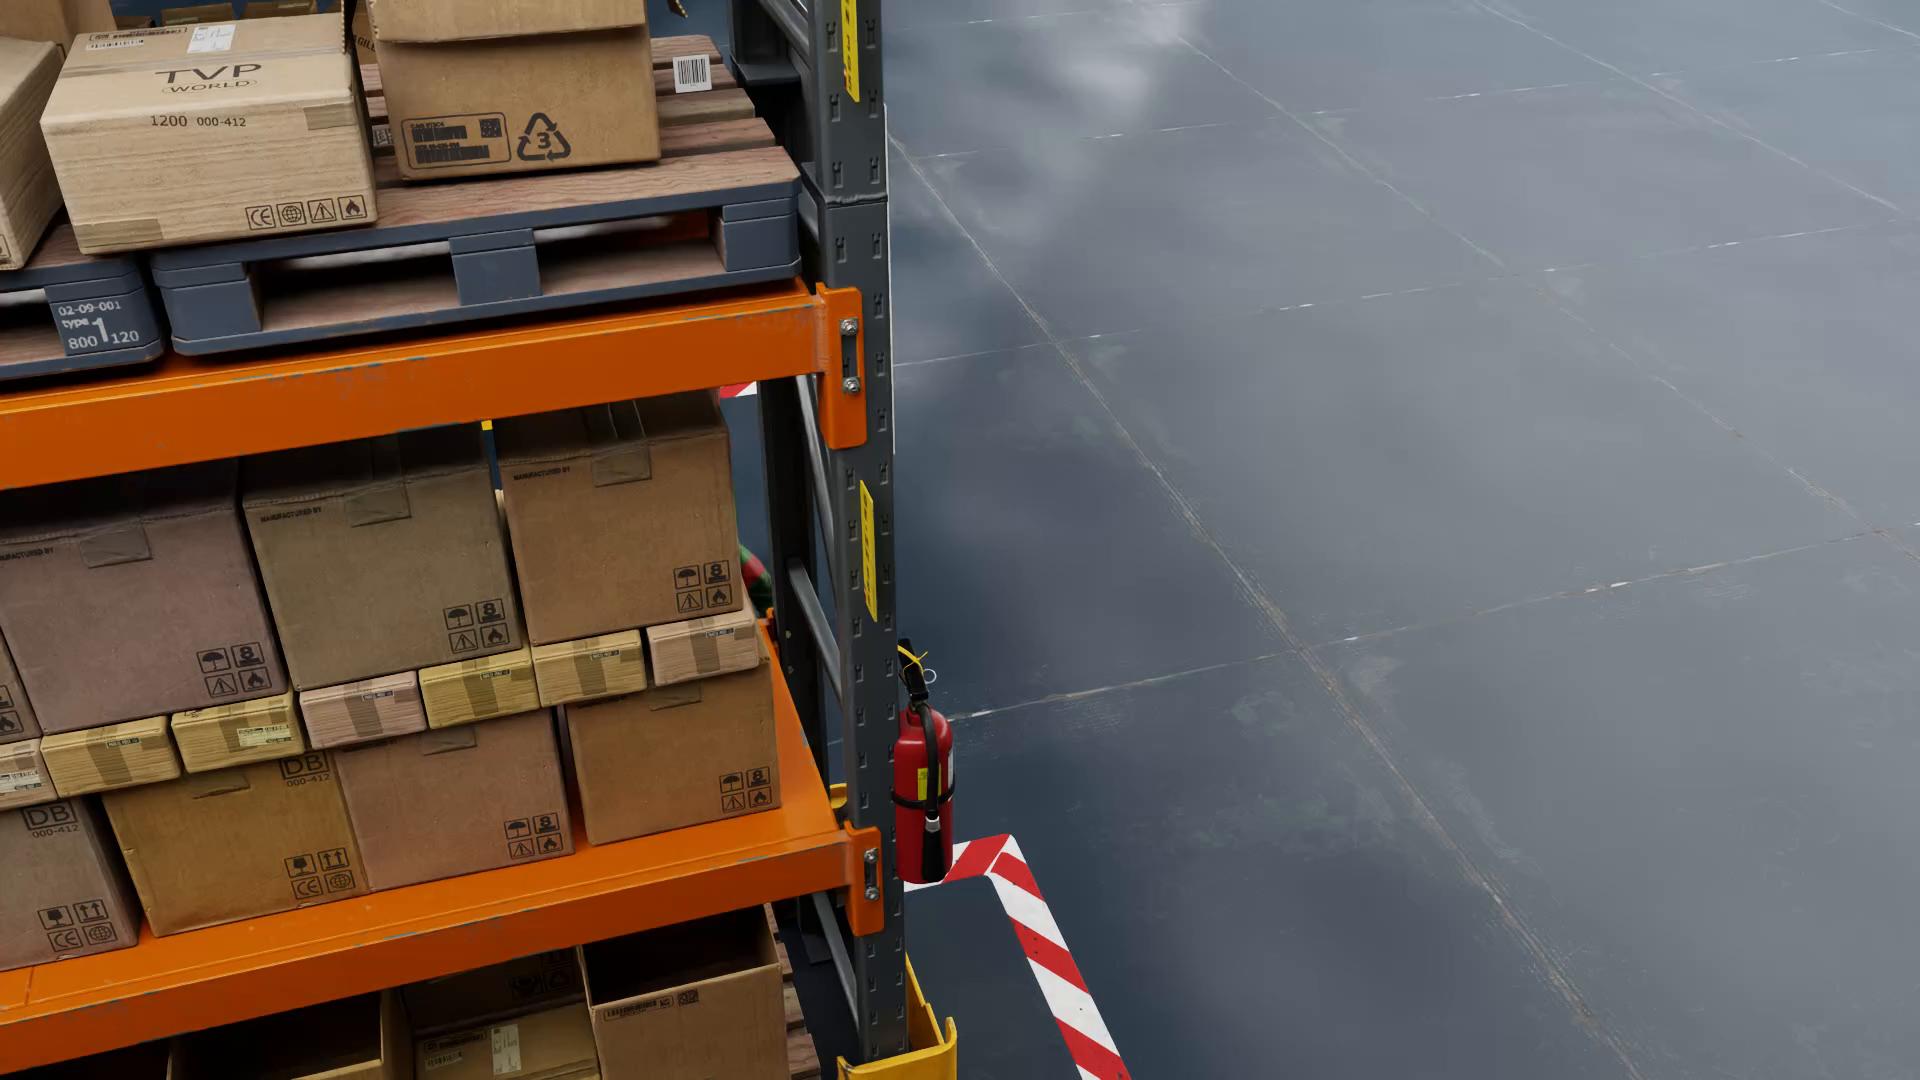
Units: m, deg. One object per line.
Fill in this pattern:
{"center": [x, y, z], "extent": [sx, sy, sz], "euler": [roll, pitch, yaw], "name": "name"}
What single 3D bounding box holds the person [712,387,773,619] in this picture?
{"center": [-1.157, -0.265, 6.526], "extent": [0.895, 1.765, 0.618], "euler": [16, 37, 22], "name": "person"}
